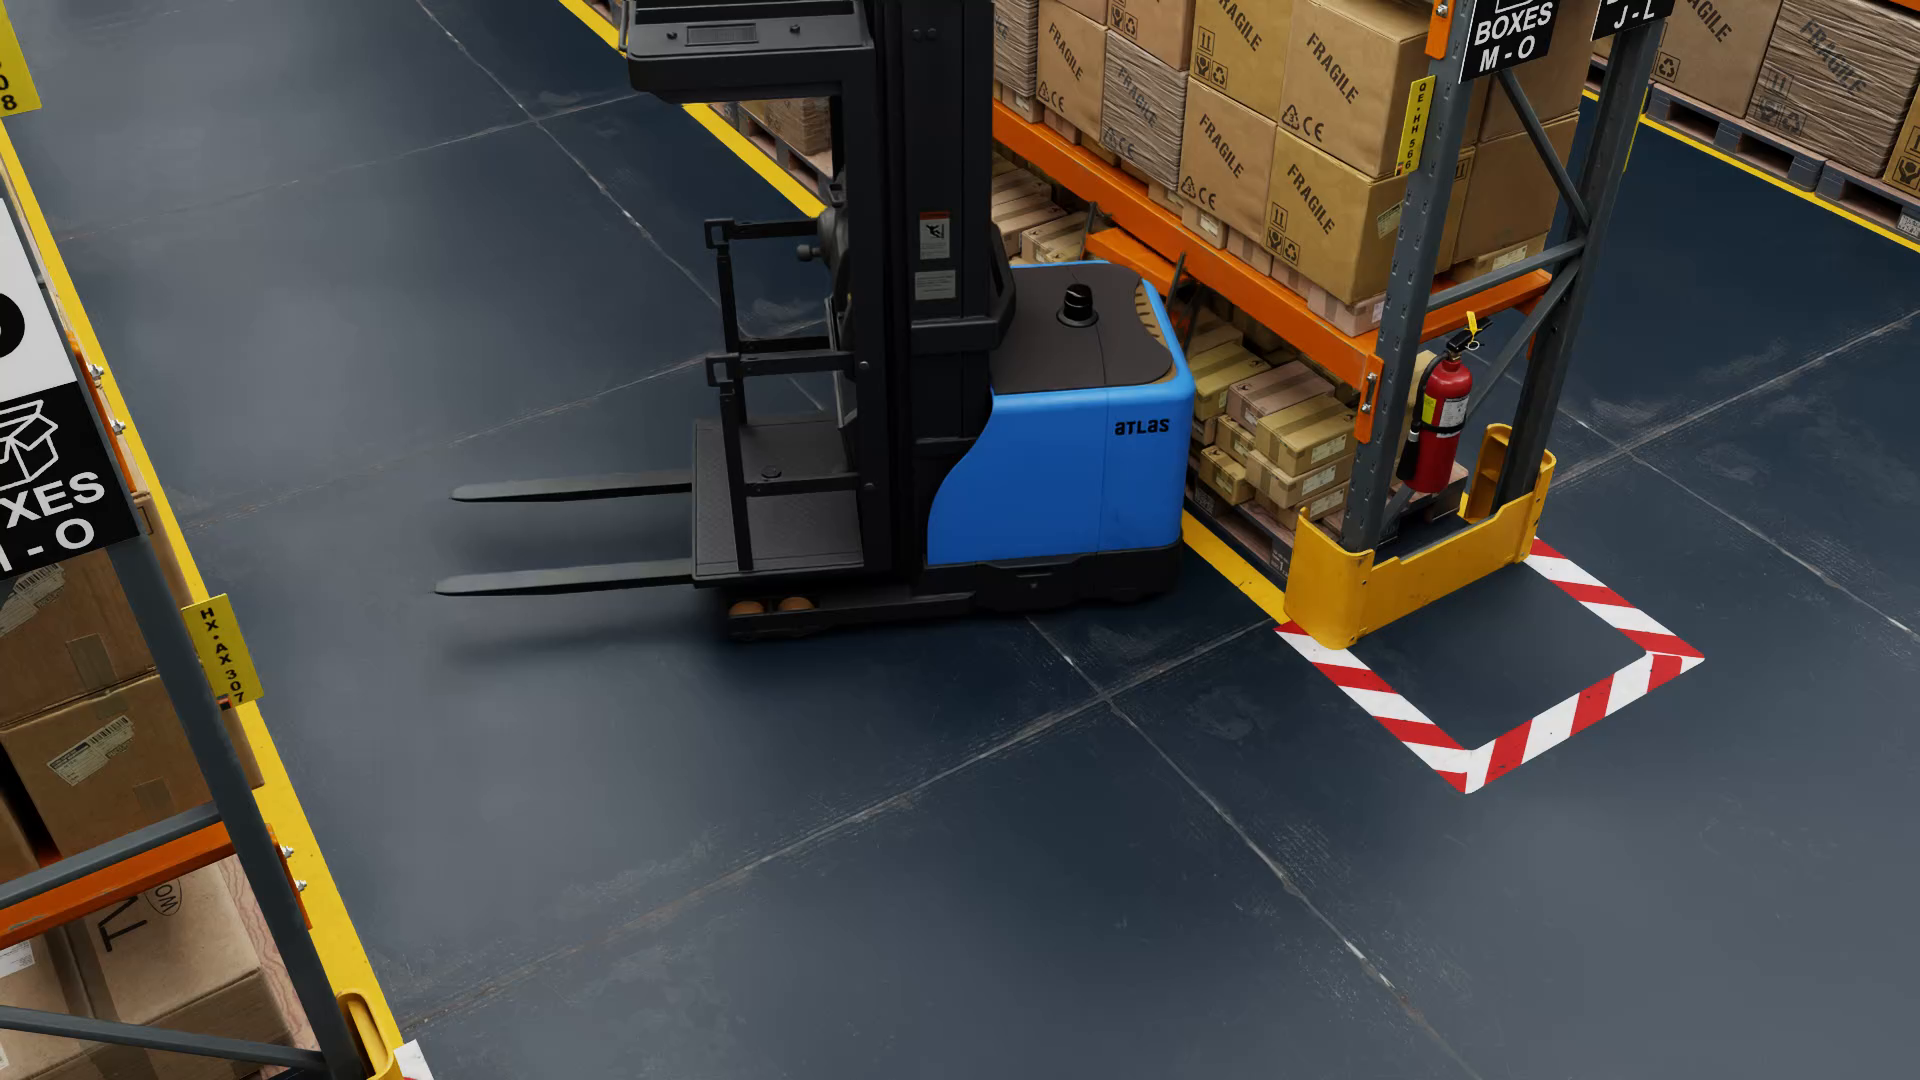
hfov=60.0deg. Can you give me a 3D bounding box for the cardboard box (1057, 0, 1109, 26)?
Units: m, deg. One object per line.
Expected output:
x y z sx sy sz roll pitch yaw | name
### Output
0.640 -2.478 6.789 0.500 0.500 0.500 -24 45 -26 | cardboard box

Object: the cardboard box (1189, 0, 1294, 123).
1.215 -1.916 6.114 0.500 0.500 0.500 -24 45 -26 | cardboard box

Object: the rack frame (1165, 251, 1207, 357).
0.872 -0.712 7.107 0.240 1.200 0.015 -24 49 -40 | rack frame

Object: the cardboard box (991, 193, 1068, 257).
0.306 -1.553 8.205 0.380 0.149 0.250 -21 44 -24 | cardboard box

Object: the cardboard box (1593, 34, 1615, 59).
4.316 -3.717 10.699 0.875 0.875 0.875 -22 45 -24 | cardboard box

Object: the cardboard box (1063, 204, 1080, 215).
0.750 -1.643 8.545 0.380 0.149 0.250 -21 44 -23 | cardboard box

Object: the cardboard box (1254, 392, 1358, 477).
1.445 -0.437 6.866 0.380 0.149 0.250 -22 44 -24 | cardboard box

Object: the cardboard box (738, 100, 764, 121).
-1.094 -2.894 10.004 0.500 0.500 0.500 -23 45 -25 | cardboard box

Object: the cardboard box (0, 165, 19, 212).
-2.932 -0.996 4.736 0.380 0.149 0.250 -23 45 -25 | cardboard box

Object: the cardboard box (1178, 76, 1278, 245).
1.212 -1.531 6.433 0.500 0.500 0.500 -23 45 -25 | cardboard box

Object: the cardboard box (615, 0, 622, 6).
-2.193 -3.994 11.324 0.500 0.500 0.500 -24 45 -26 | cardboard box

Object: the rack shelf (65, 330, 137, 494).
-3.252 -1.141 4.495 1.077 0.370 4.000 -22 45 -24 | rack shelf

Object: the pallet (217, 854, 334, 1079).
-2.672 1.481 5.308 1.003 0.211 1.213 -22 45 -24 | pallet

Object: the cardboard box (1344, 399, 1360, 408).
1.778 -0.663 7.369 0.380 0.149 0.250 -22 45 -25 | cardboard box

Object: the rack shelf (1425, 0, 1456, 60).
0.867 -2.900 6.605 1.077 0.370 4.000 -22 45 -24 | rack shelf

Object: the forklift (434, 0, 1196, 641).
-0.641 -1.076 6.251 3.031 2.935 1.130 -5 40 -5 | forklift

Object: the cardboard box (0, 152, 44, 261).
-3.293 -1.059 5.319 0.500 0.500 0.500 -22 44 -24 | cardboard box

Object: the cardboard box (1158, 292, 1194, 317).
0.834 -0.976 7.512 0.380 0.149 0.250 -21 44 -23 | cardboard box

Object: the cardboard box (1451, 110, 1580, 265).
1.934 -1.434 6.318 0.500 0.500 0.500 -20 44 -22 | cardboard box

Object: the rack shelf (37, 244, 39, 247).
-5.403 -2.148 8.046 1.077 0.370 4.000 -22 45 -24 | rack shelf

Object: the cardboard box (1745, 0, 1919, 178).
5.278 -2.751 9.540 0.875 0.875 0.875 -22 45 -24 | cardboard box

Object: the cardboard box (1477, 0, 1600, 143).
1.925 -1.815 5.993 0.500 0.500 0.500 -22 45 -25 | cardboard box

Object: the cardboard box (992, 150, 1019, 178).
0.078 -1.852 8.563 0.380 0.149 0.250 -23 45 -25 | cardboard box

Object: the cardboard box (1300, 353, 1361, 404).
1.698 -0.746 7.236 0.380 0.149 0.250 -21 44 -24 | cardboard box

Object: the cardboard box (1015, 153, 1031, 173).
0.513 -2.039 8.788 0.380 0.149 0.250 -23 45 -25 | cardboard box

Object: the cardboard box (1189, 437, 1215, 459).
1.191 -0.499 7.404 0.380 0.149 0.250 -22 45 -25 | cardboard box

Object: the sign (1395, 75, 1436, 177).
1.464 -1.330 5.352 0.100 0.325 0.005 -22 45 -24 | sign

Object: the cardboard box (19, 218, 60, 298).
-2.761 -0.517 4.668 0.500 0.500 0.500 -23 45 -25 | cardboard box

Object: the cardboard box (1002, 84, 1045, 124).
0.418 -2.047 7.560 0.380 0.149 0.250 -20 44 -23 | cardboard box

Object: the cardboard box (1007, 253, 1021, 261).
0.361 -1.450 8.313 0.380 0.149 0.250 -20 44 -22 | cardboard box

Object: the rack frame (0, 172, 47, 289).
-2.176 -1.490 2.009 1.000 3.000 0.127 -22 45 -24 | rack frame

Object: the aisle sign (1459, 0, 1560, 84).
1.729 -1.800 5.036 0.394 0.787 0.004 -22 45 -24 | aisle sign

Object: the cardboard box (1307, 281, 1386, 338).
1.529 -0.926 6.215 0.380 0.149 0.250 -22 45 -24 | cardboard box

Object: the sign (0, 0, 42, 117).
-1.705 -0.892 2.890 0.100 0.325 0.005 -22 45 -24 | sign

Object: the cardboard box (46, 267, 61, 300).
-3.298 -0.679 5.643 0.500 0.500 0.500 -23 45 -25 | cardboard box

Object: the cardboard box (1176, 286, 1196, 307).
1.122 -1.183 7.993 0.380 0.149 0.250 -20 44 -22 | cardboard box

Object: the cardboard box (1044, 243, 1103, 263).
0.621 -1.288 7.887 0.380 0.149 0.250 -22 45 -24 | cardboard box

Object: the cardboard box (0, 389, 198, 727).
-2.194 0.035 4.006 0.500 0.500 0.500 -23 45 -25 | cardboard box

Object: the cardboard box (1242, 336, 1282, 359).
1.525 -0.940 7.702 0.380 0.149 0.250 -21 44 -23 | cardboard box

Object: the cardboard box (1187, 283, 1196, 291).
1.223 -1.342 7.952 0.380 0.149 0.250 -22 44 -24 | cardboard box

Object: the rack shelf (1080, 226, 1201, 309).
0.772 -1.152 7.003 0.258 0.148 0.480 -24 49 -40 | rack shelf

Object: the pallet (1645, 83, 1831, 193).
5.031 -2.588 10.191 1.003 0.211 1.213 -22 45 -24 | pallet

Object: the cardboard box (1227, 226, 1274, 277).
1.280 -1.204 6.548 0.380 0.149 0.250 -23 45 -25 | cardboard box

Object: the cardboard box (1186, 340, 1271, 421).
1.111 -0.689 7.168 0.380 0.149 0.250 -23 45 -25 | cardboard box

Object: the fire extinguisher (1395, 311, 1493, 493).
1.689 -0.476 5.830 0.296 0.674 0.183 -22 45 -24 | fire extinguisher

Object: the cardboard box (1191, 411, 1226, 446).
1.138 -0.591 7.283 0.380 0.149 0.250 -24 45 -26 | cardboard box

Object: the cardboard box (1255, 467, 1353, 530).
1.484 -0.223 7.073 0.380 0.149 0.250 -21 44 -24 | cardboard box

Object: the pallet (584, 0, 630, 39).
-1.940 -3.769 11.608 1.003 0.211 1.213 -22 45 -24 | pallet

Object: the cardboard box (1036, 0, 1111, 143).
0.672 -2.074 7.085 0.500 0.500 0.500 -20 44 -22 | cardboard box

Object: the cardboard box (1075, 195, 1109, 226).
0.811 -1.758 8.451 0.380 0.149 0.250 -24 46 -26 | cardboard box

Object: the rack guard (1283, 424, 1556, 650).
1.902 -0.025 6.889 1.175 0.500 0.348 -22 45 -24 | rack guard

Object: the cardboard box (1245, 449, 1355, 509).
1.418 -0.311 6.947 0.380 0.149 0.250 -23 45 -25 | cardboard box

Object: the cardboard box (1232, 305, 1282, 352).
1.467 -1.031 7.579 0.380 0.149 0.250 -24 46 -26 | cardboard box

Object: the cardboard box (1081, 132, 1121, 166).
0.754 -1.789 7.251 0.380 0.149 0.250 -21 44 -24 | cardboard box

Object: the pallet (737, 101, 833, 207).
-0.628 -2.452 10.027 1.003 0.211 1.213 -22 45 -24 | pallet

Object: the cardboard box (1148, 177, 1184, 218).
1.006 -1.486 6.886 0.380 0.149 0.250 -24 46 -26 | cardboard box

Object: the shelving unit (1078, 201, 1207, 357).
0.704 -0.839 7.231 0.258 1.200 0.503 -24 49 -40 | shelving unit
